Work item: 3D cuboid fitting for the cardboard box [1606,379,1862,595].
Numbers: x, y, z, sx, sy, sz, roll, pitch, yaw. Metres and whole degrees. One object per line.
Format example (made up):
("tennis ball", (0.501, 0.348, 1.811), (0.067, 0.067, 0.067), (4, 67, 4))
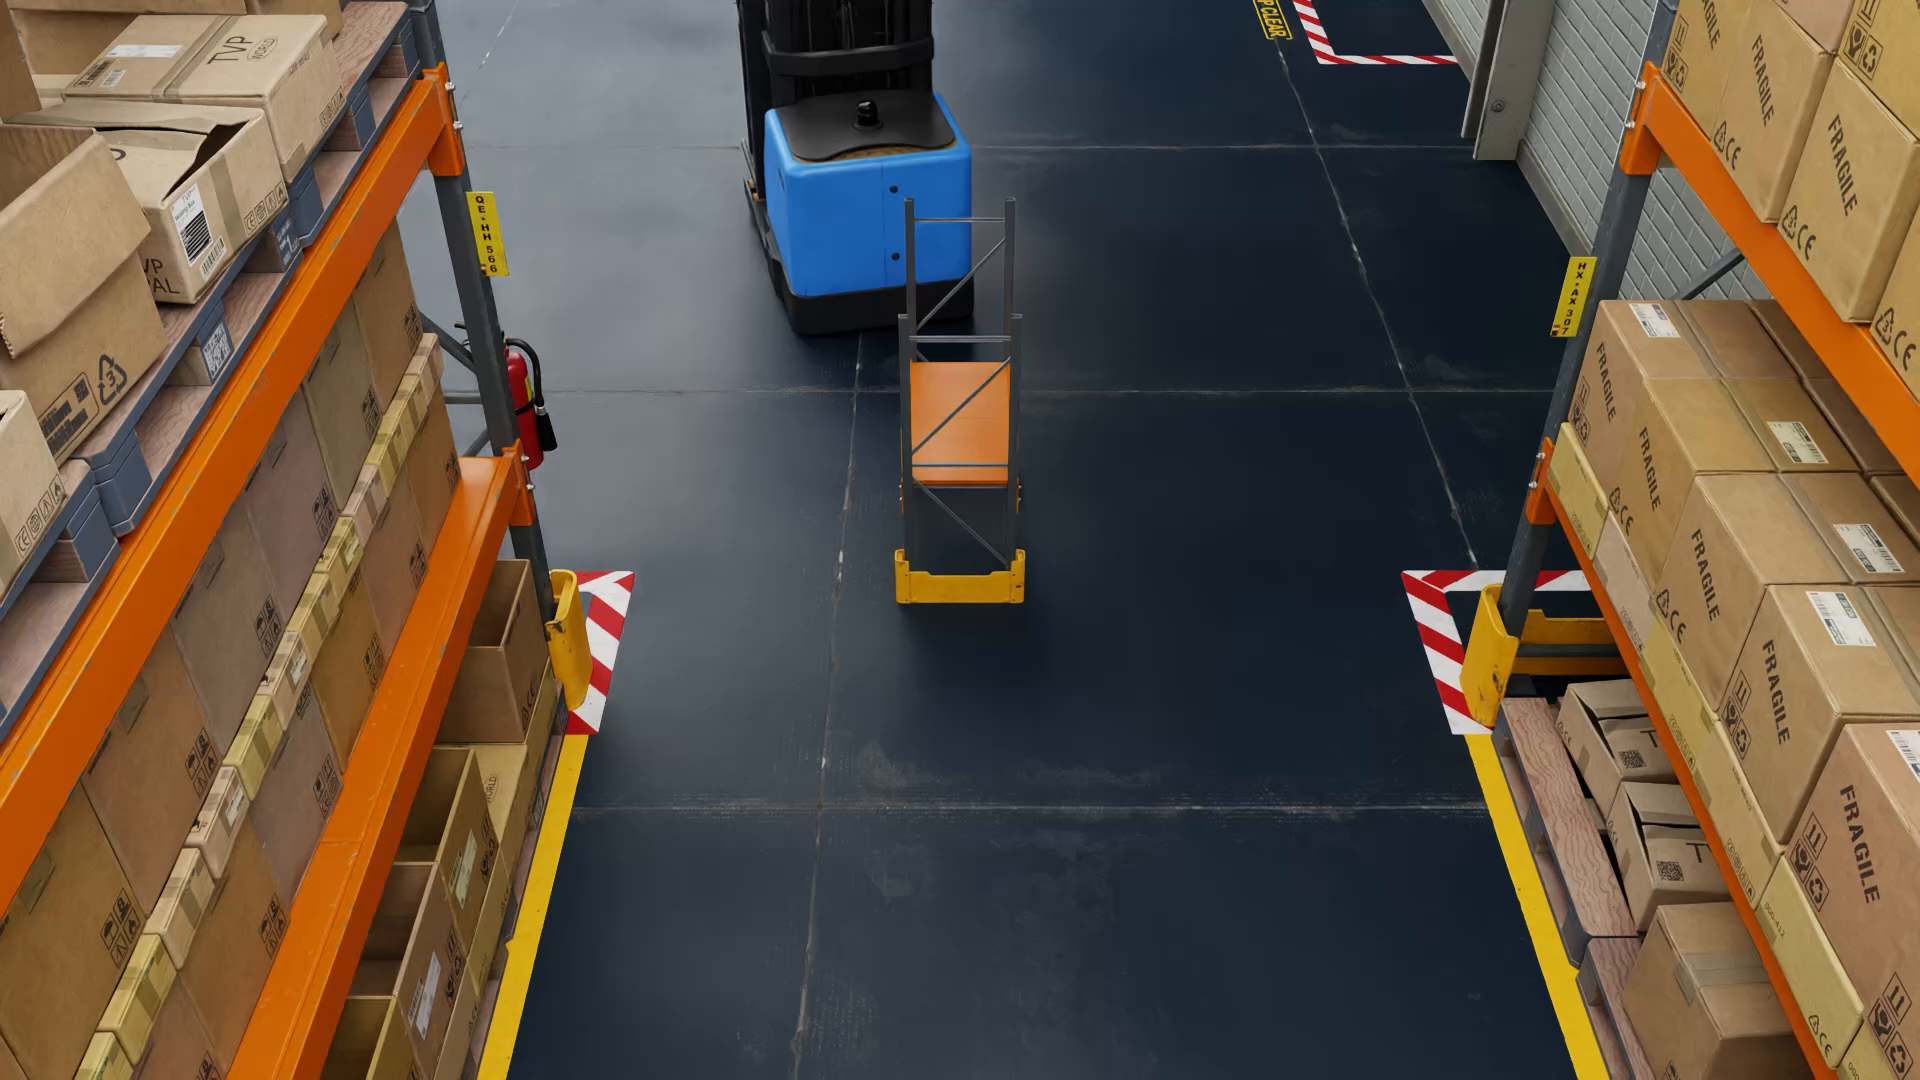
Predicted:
("cardboard box", (2.448, -0.172, 5.315), (0.500, 0.500, 0.500), (0, 39, 0))

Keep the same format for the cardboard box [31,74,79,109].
("cardboard box", (-2.371, -1.087, 4.308), (0.380, 0.149, 0.250), (0, 39, 0))

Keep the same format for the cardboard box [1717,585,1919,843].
("cardboard box", (2.455, 0.474, 4.509), (0.500, 0.500, 0.500), (1, 39, 1))

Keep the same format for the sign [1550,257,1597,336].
("sign", (2.215, -0.875, 5.996), (0.100, 0.325, 0.005), (0, 39, 0))

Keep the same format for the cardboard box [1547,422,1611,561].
("cardboard box", (2.440, -0.181, 5.927), (0.500, 0.250, 0.500), (-1, 39, -1))

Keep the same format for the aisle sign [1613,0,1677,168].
("aisle sign", (2.457, -1.597, 5.511), (0.394, 0.787, 0.004), (0, 39, 0))

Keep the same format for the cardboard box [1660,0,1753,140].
("cardboard box", (2.508, -1.546, 5.031), (0.500, 0.500, 0.500), (1, 39, 1))

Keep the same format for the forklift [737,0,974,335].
("forklift", (-0.762, -3.219, 9.669), (1.130, 2.935, 3.031), (-9, 39, -11))

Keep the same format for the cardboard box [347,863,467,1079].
("cardboard box", (-1.883, 1.358, 5.166), (0.500, 0.500, 0.500), (0, 39, 0))

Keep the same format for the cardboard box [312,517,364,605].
("cardboard box", (-2.004, 0.060, 4.923), (0.380, 0.149, 0.250), (1, 39, 1))

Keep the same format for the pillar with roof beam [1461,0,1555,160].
("pillar with roof beam", (-0.689, -6.191, 8.524), (9.100, 9.000, 0.400), (0, 39, 0))

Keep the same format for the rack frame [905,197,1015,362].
("rack frame", (-0.001, -0.956, 7.990), (0.500, 1.500, 0.032), (0, 39, 0))

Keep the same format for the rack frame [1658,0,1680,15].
("rack frame", (2.757, -2.879, 4.392), (1.000, 3.000, 0.127), (0, 39, 0))

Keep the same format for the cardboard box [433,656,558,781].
("cardboard box", (-1.900, 0.713, 6.571), (0.500, 0.250, 0.500), (0, 39, 0))

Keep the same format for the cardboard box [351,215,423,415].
("cardboard box", (-2.208, -0.752, 5.418), (0.700, 0.500, 0.500), (0, 39, 0))

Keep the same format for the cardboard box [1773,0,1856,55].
("cardboard box", (2.465, -1.590, 4.287), (0.500, 0.500, 0.500), (0, 39, -1))

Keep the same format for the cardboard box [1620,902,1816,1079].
("cardboard box", (2.620, 1.514, 5.354), (0.700, 0.500, 0.500), (-2, 39, -3))

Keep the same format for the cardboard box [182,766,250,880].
("cardboard box", (-2.004, 0.704, 4.120), (0.380, 0.149, 0.250), (-1, 39, -1))

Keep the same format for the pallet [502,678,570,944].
("pallet", (-2.154, 1.035, 6.536), (1.003, 0.211, 1.213), (0, 39, 0))

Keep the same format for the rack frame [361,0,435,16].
("rack frame", (-2.196, -2.873, 4.384), (1.000, 3.000, 0.127), (0, 39, 0))

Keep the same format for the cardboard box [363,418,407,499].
("cardboard box", (-2.003, -0.261, 5.324), (0.380, 0.149, 0.250), (-1, 39, -1))

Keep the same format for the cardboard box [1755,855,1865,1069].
("cardboard box", (2.450, 1.092, 4.338), (0.500, 0.250, 0.500), (0, 39, 0))

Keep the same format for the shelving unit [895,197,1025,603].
("shelving unit", (0.000, -0.633, 7.586), (0.587, 1.500, 1.083), (0, 39, 0))

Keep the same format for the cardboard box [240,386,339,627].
("cardboard box", (-2.201, -0.108, 4.614), (0.700, 0.500, 0.500), (0, 39, 0))

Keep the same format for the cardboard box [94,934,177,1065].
("cardboard box", (-2.002, 1.027, 3.717), (0.380, 0.149, 0.250), (0, 39, 0))

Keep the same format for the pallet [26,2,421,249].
("pallet", (-2.221, -1.226, 4.798), (1.003, 0.211, 1.213), (0, 39, 0))

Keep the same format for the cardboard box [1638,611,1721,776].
("cardboard box", (2.450, 0.462, 5.125), (0.500, 0.250, 0.500), (-1, 39, -1))

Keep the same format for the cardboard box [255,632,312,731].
("cardboard box", (-2.001, 0.385, 4.518), (0.380, 0.149, 0.250), (-1, 39, -1))

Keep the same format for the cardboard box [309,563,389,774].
("cardboard box", (-2.208, 0.360, 5.067), (0.700, 0.500, 0.500), (0, 39, 0))

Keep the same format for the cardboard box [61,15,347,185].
("cardboard box", (-1.931, -1.142, 4.296), (0.500, 0.250, 0.500), (0, 39, 0))

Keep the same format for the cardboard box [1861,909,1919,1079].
("cardboard box", (2.446, 1.114, 3.711), (0.500, 0.500, 0.500), (0, 39, 0))

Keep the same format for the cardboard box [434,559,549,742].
("cardboard box", (-1.898, 0.420, 6.336), (0.500, 0.500, 0.500), (0, 39, 0))

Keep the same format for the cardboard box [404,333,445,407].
("cardboard box", (-2.005, -0.585, 5.728), (0.380, 0.149, 0.250), (-1, 39, -1))

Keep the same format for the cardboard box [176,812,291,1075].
("cardboard box", (-2.202, 1.010, 4.257), (0.700, 0.500, 0.500), (1, 39, 1))

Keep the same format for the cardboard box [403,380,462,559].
("cardboard box", (-2.209, -0.279, 5.865), (0.700, 0.500, 0.500), (0, 39, 0))

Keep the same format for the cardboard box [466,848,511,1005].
("cardboard box", (-1.885, 1.338, 5.790), (0.500, 0.250, 0.500), (0, 39, 0))

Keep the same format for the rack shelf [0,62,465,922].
("rack shelf", (-2.194, -0.171, 3.987), (1.077, 0.370, 4.000), (0, 39, 0))

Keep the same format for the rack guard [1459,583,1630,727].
("rack guard", (2.757, 0.485, 6.990), (1.175, 0.500, 0.348), (0, 39, 0))

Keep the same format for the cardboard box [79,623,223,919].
("cardboard box", (-2.200, 0.518, 3.833), (0.700, 0.500, 0.500), (0, 39, 0))

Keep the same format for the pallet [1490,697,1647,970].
("pallet", (2.723, 1.106, 6.446), (1.003, 0.211, 1.213), (0, 39, 0))

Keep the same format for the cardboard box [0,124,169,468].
("cardboard box", (-2.067, -0.490, 3.279), (0.797, 0.503, 0.637), (4, 39, 5))

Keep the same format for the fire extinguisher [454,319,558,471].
("fire extinguisher", (-1.732, -0.576, 6.377), (0.296, 0.674, 0.183), (0, 39, 0))

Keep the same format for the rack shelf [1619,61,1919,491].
("rack shelf", (2.760, -0.177, 3.994), (1.077, 0.370, 4.000), (0, 39, 0))

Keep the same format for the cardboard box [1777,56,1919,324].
("cardboard box", (2.477, -0.885, 4.207), (0.500, 0.500, 0.500), (2, 39, 2))

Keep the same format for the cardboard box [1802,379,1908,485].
("cardboard box", (2.961, -0.170, 5.313), (0.500, 0.500, 0.500), (0, 39, 1))

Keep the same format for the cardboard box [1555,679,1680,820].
("cardboard box", (2.668, 0.773, 6.431), (0.500, 0.311, 0.500), (-4, 39, -5))
